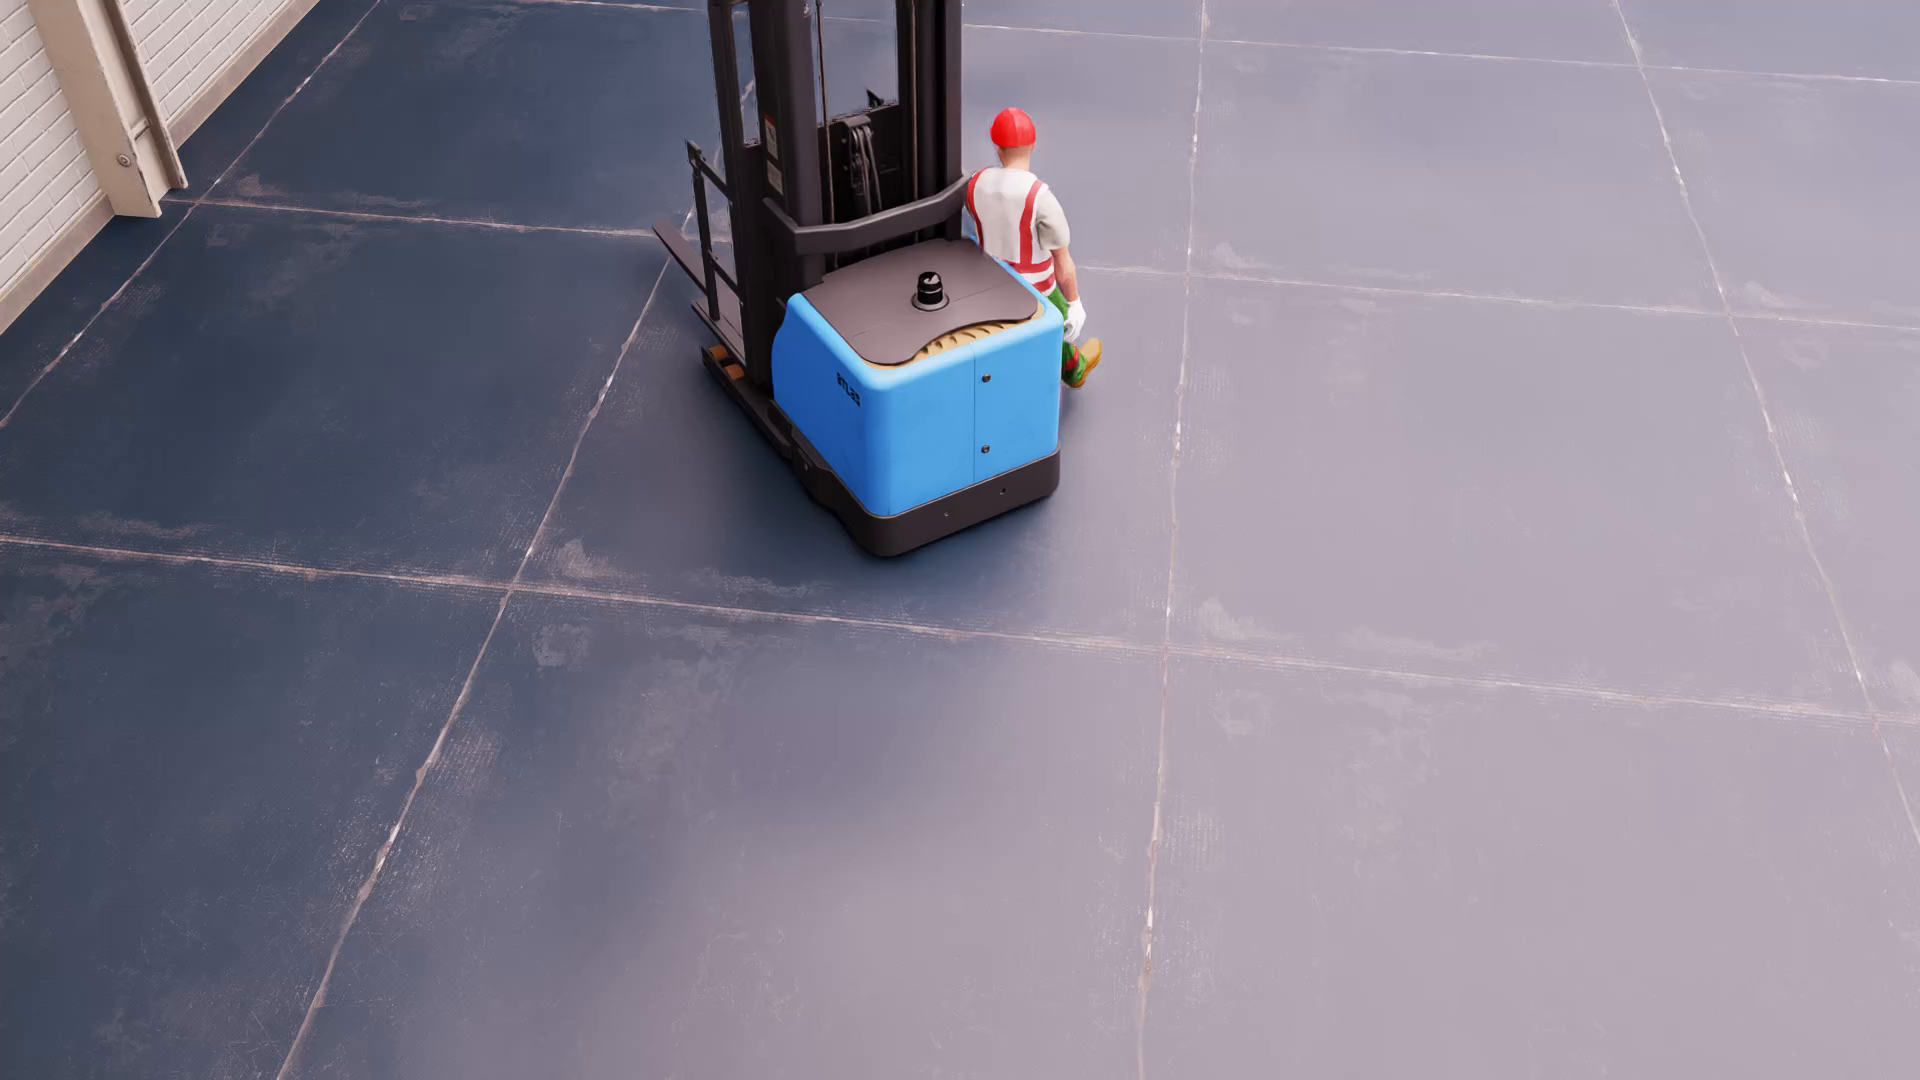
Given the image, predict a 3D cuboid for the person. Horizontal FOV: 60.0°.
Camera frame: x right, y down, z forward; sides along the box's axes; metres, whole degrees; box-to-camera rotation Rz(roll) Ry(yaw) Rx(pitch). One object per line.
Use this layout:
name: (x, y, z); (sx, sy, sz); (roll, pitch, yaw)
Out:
person: (0.369, -1.290, 8.050); (0.720, 1.757, 0.980); (20, 46, 21)

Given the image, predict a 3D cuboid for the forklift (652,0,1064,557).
forklift: (-0.708, -1.982, 7.882); (1.130, 2.935, 3.031); (-22, 47, -22)
